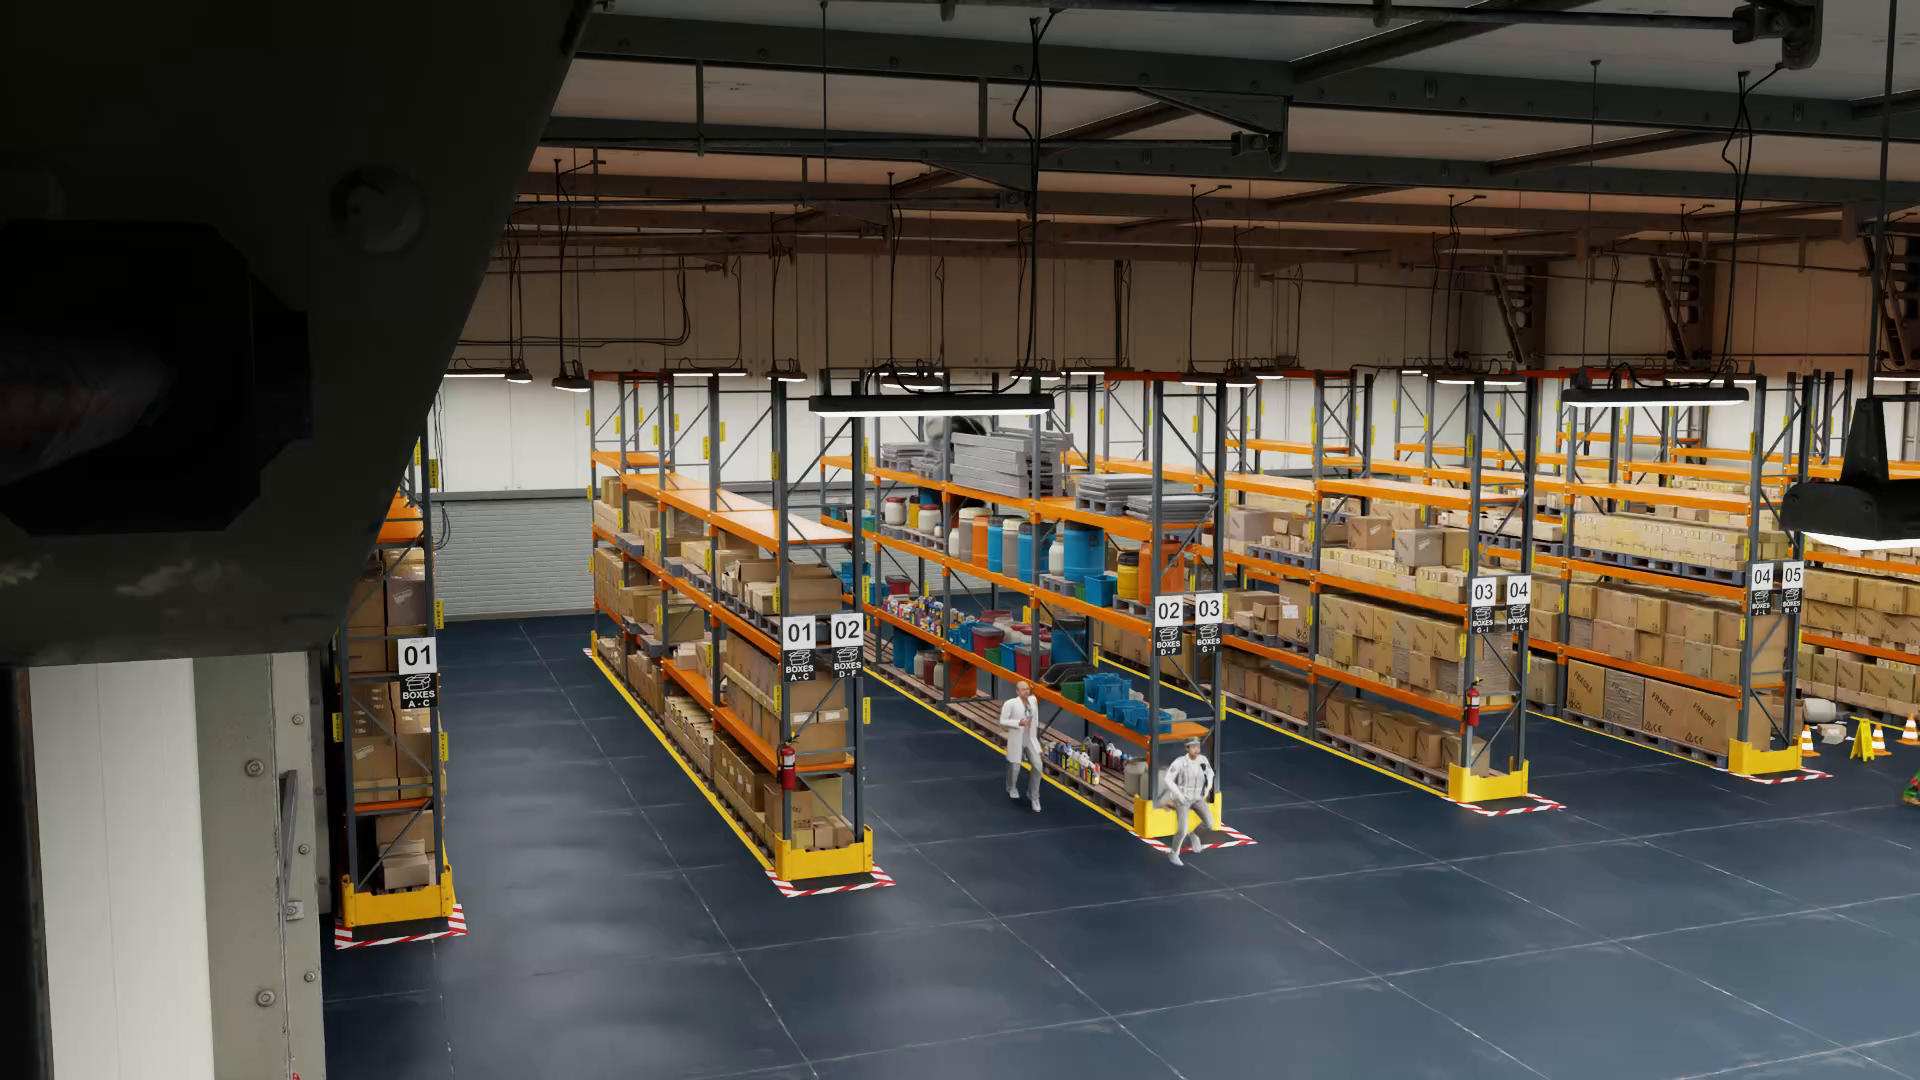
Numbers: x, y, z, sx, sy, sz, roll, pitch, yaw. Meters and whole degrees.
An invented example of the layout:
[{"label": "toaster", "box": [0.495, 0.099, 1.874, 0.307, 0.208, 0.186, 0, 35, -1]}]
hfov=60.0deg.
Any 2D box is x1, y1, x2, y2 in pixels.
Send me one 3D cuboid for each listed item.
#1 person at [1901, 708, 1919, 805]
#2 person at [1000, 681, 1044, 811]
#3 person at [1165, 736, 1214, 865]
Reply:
[{"label": "person", "box": [13.682, 2.851, 23.203, 0.851, 1.758, 0.679, 3, 7, 28]}, {"label": "person", "box": [0.833, 2.868, 23.330, 0.681, 1.836, 0.896, -2, 7, -19]}, {"label": "person", "box": [2.914, 3.244, 20.713, 0.712, 1.656, 0.513, -3, 7, -25]}]
